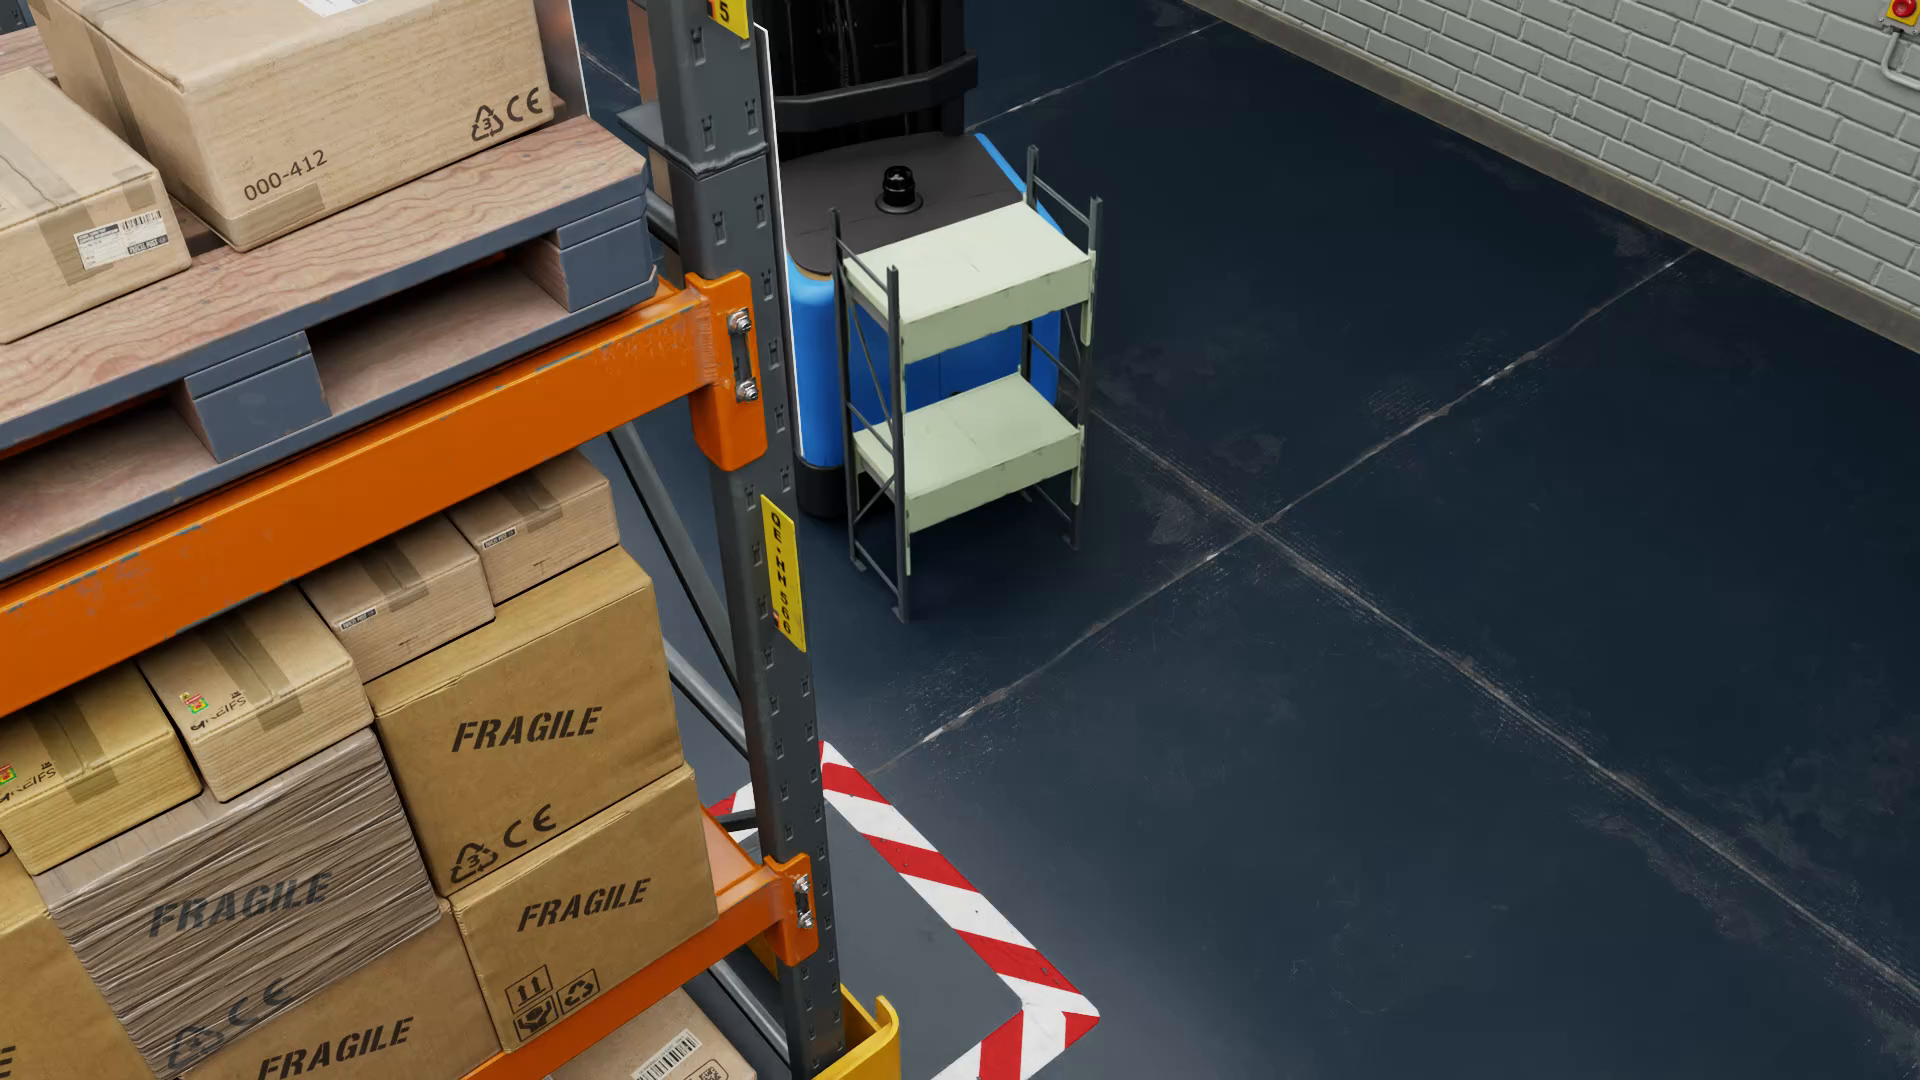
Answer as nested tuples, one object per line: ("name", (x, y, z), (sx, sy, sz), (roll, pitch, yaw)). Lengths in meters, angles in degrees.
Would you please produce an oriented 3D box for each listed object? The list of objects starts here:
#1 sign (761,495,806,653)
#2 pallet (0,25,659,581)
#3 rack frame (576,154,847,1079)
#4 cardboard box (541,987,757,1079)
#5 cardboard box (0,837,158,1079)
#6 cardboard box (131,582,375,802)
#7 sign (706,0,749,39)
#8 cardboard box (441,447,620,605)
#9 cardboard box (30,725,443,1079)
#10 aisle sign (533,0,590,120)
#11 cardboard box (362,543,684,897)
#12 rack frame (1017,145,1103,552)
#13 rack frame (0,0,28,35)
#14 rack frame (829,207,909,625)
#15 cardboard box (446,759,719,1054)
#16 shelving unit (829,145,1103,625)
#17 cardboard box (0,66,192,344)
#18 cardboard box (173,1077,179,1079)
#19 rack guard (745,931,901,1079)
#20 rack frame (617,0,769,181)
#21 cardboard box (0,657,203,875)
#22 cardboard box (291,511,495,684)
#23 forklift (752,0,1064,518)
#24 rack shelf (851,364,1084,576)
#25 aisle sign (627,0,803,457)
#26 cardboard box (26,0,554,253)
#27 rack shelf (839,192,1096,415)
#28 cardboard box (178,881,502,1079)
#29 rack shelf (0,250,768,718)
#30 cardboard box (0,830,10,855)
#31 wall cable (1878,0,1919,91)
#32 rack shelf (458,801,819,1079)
("sign", (-0.317, 0.063, 2.973), (0.005, 0.325, 0.100), (-30, 51, -28))
("pallet", (-1.216, -0.449, 2.411), (1.213, 0.211, 1.003), (-30, 51, -28))
("rack frame", (-0.654, 0.280, 3.760), (0.127, 3.000, 1.000), (-30, 51, -28))
("cardboard box", (-1.096, 1.404, 4.129), (0.875, 0.438, 0.875), (-32, 52, -29))
("cardboard box", (-1.635, 0.677, 2.535), (0.500, 0.500, 0.500), (-30, 51, -28))
("cardboard box", (-1.124, 0.188, 2.582), (0.250, 0.149, 0.380), (-30, 51, -28))
("sign", (-0.317, -0.816, 2.148), (0.005, 0.325, 0.100), (-30, 51, -28))
("cardboard box", (-0.801, -0.094, 2.882), (0.250, 0.149, 0.380), (-29, 50, -27))
("cardboard box", (-1.253, 0.461, 2.764), (0.500, 0.500, 0.500), (-30, 51, -28))
("aisle sign", (-0.785, -0.851, 3.066), (0.004, 0.787, 0.394), (-30, 51, -28))
("cardboard box", (-0.871, 0.216, 3.025), (0.500, 0.500, 0.500), (-28, 50, -27))
("rack frame", (0.333, -0.624, 5.818), (0.023, 1.500, 0.400), (-22, 48, -22))
("rack frame", (-3.908, -2.275, 6.481), (0.127, 3.000, 1.000), (-30, 51, -28))
("rack frame", (-0.294, -0.365, 5.543), (0.023, 1.500, 0.400), (-22, 48, -22))
("cardboard box", (-0.854, 0.595, 3.353), (0.500, 0.500, 0.500), (-30, 51, -28))
("shelving unit", (0.019, -0.494, 5.681), (0.755, 1.500, 0.431), (-22, 48, -22))
("cardboard box", (-1.212, -0.440, 2.140), (0.250, 0.149, 0.380), (-34, 53, -31))
("cardboard box", (-1.637, 1.038, 2.880), (0.500, 0.500, 0.500), (-28, 50, -27))
("rack guard", (-0.636, 1.181, 4.627), (0.348, 0.500, 1.175), (-30, 51, -28))
("rack frame", (-0.654, -1.906, 1.707), (0.127, 3.000, 1.000), (-30, 51, -28))
("cardboard box", (-1.344, 0.277, 2.487), (0.250, 0.149, 0.380), (-29, 50, -27))
("cardboard box", (-0.980, 0.030, 2.750), (0.250, 0.149, 0.380), (-29, 50, -27))
("forklift", (-0.632, -2.172, 6.422), (1.130, 2.935, 3.031), (-15, 45, -16))
("rack shelf", (0.019, -0.257, 5.904), (0.720, 0.370, 0.431), (-22, 48, -22))
("aisle sign", (-0.400, -0.536, 2.731), (0.004, 0.787, 0.394), (-30, 51, -28))
("cardboard box", (-0.942, -0.703, 2.346), (0.500, 0.250, 0.500), (34, 53, 31))
("rack shelf", (0.019, -0.779, 5.413), (0.720, 0.370, 0.431), (-22, 48, -22))
("cardboard box", (-1.249, 0.807, 3.126), (0.500, 0.500, 0.500), (-31, 51, -29))
("rack shelf", (-2.188, 0.328, 2.044), (4.000, 0.370, 1.077), (-30, 51, -28))
("cardboard box", (-1.590, 0.354, 2.405), (0.250, 0.149, 0.380), (-30, 51, -28))
("wall cable", (3.656, -2.590, 6.052), (0.123, 1.953, 0.585), (-30, 51, -28))
("rack shelf", (-2.188, 1.421, 3.071), (4.000, 0.370, 1.077), (-30, 51, -28))
